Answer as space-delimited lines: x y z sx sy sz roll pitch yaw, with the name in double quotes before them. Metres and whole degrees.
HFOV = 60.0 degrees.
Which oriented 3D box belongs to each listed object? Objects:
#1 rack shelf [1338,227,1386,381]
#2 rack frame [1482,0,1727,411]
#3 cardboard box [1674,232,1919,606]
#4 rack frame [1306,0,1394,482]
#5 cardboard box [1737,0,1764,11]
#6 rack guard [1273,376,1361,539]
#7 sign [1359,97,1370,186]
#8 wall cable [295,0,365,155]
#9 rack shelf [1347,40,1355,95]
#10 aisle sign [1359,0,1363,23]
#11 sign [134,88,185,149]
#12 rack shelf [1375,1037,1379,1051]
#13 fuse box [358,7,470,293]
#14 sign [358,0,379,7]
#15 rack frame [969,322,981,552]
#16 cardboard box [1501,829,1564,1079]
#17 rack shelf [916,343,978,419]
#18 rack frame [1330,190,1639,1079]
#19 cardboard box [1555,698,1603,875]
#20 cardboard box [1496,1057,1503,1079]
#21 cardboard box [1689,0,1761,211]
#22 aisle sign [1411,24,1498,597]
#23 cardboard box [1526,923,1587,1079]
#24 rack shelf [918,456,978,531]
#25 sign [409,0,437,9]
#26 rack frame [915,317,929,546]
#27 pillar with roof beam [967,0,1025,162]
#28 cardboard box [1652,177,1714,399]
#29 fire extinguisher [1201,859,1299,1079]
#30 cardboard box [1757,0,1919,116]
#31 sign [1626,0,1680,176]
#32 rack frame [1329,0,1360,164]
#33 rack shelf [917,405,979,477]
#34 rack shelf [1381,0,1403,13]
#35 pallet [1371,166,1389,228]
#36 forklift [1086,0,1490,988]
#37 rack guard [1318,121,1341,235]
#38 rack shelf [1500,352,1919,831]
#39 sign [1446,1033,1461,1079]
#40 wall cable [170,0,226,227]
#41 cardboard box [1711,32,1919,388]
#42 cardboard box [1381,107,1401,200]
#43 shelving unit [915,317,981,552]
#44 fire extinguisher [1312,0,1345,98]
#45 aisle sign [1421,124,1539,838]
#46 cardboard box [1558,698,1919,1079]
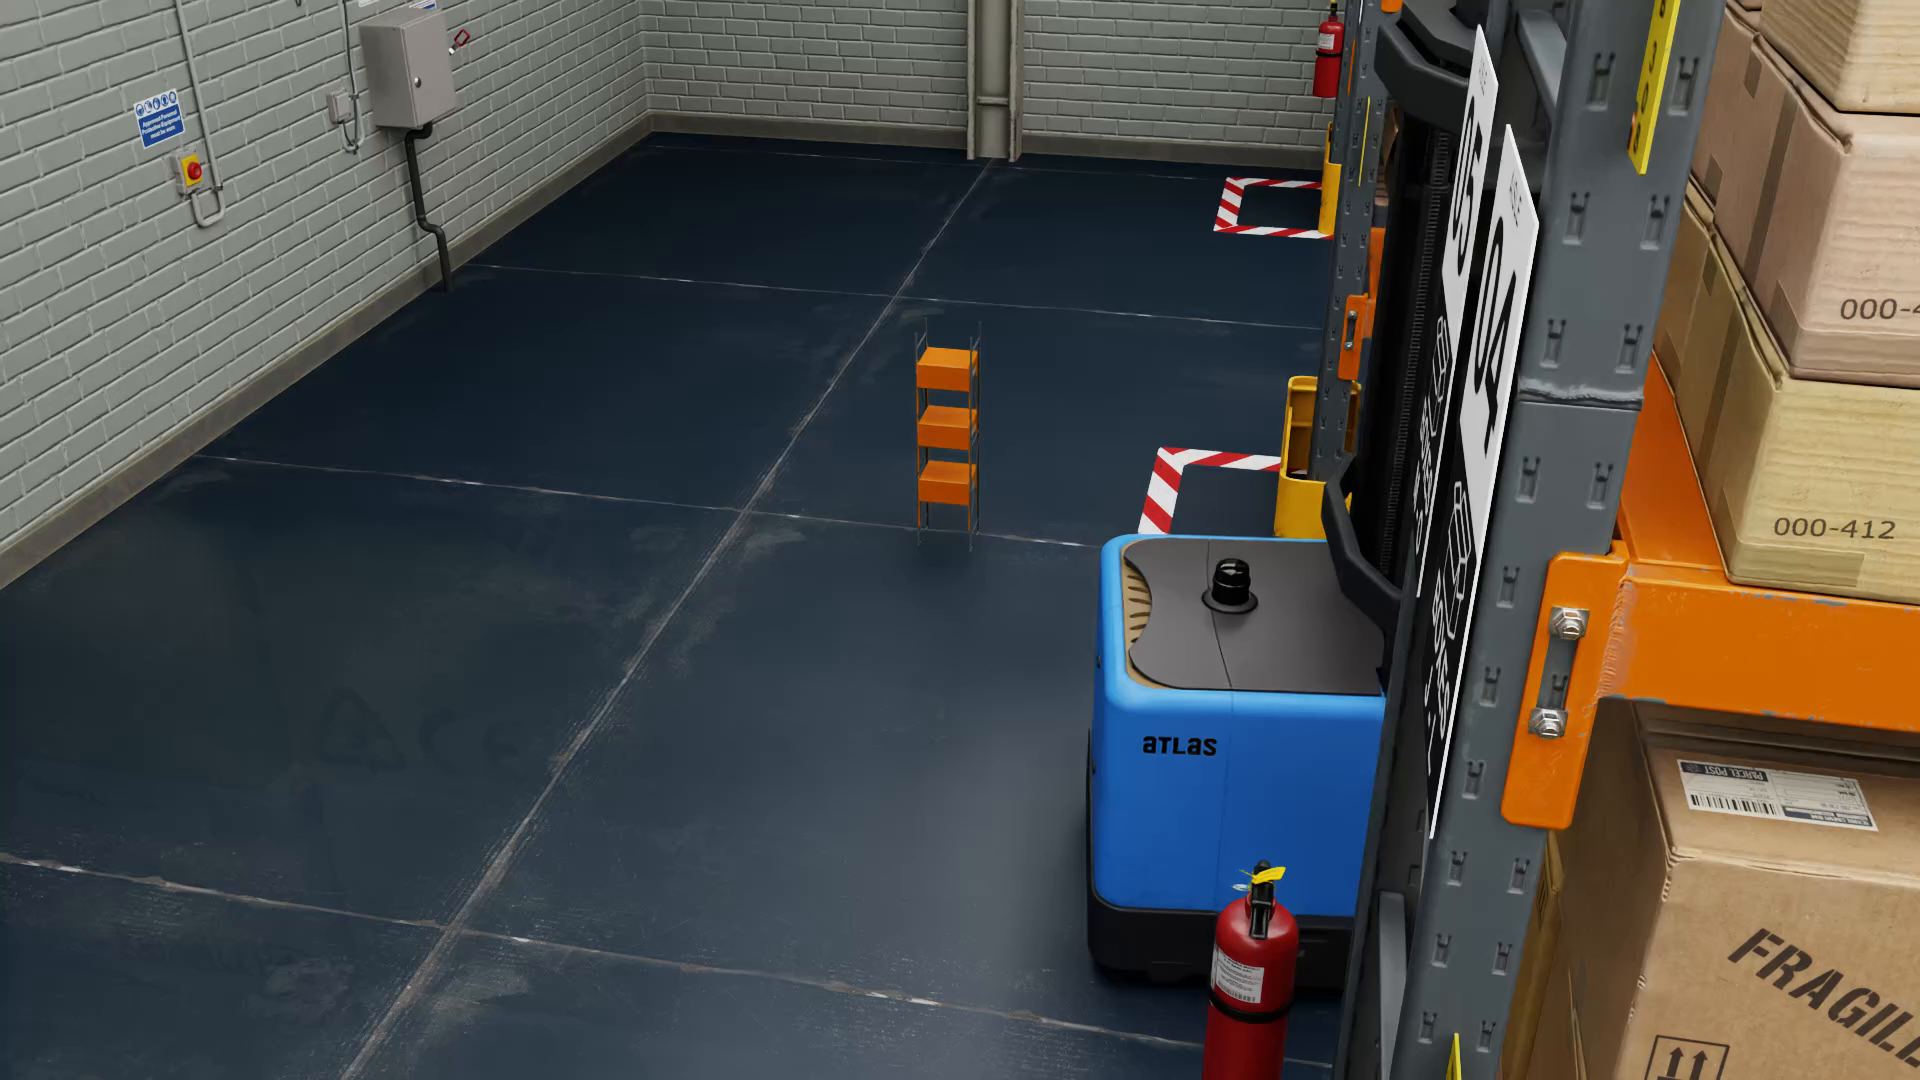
"rack shelf" 3.651 -0.880 6.982 4.000 0.370 1.077 6 29 11
"rack frame" 0.760 -1.692 1.470 0.127 3.000 1.000 6 29 11
"cardboard box" 1.146 -0.146 1.925 0.500 0.250 0.500 7 29 12
"rack frame" 1.695 -1.396 7.176 0.127 3.000 1.000 6 29 11
"cardboard box" 1.146 -0.810 2.202 0.250 0.149 0.380 6 29 10
"rack guard" 1.671 -0.302 7.780 0.348 0.500 1.175 6 29 11
"sign" 1.573 -1.550 6.474 0.005 0.325 0.100 6 29 11
"wall cable" -3.540 -3.063 9.163 0.122 1.984 0.588 6 29 11
"rack shelf" 4.684 -3.211 11.241 4.000 0.370 1.077 6 29 11
"aisle sign" 1.564 -2.407 6.316 0.004 0.787 0.394 6 29 11
"sign" -3.894 -2.052 8.093 0.001 0.218 0.327 6 29 11
"rack shelf" 2.716 1.455 2.717 4.000 0.370 1.077 6 29 11
"fuse box" -3.243 -2.357 10.273 0.414 1.711 0.539 6 29 11
"sign" -3.457 -3.279 9.756 0.001 0.242 0.339 6 29 11
"rack frame" 0.067 -0.454 7.485 0.008 1.050 0.200 6 29 11
"cardboard box" 1.253 0.689 2.954 0.500 0.500 0.500 6 29 12
"rack shelf" -0.052 -0.705 7.377 0.240 0.259 0.215 6 29 11
"rack frame" 0.760 0.939 2.911 0.127 3.000 1.000 6 29 11
"cardboard box" 1.259 0.255 2.705 0.500 0.500 0.500 5 29 10
"cardboard box" 1.138 0.949 3.154 0.250 0.149 0.380 6 29 11
"cardboard box" 1.263 -0.603 2.241 0.500 0.250 0.500 5 29 9
"aisle sign" 0.751 -0.349 2.558 0.004 0.787 0.394 6 29 11
"cardboard box" 1.141 0.940 2.496 0.500 0.500 0.500 7 30 13
"rack shelf" -0.052 -0.213 7.646 0.240 0.259 0.215 6 29 11
"sign" -3.343 -3.133 10.448 0.001 0.494 0.329 6 29 11
"rack frame" -0.172 -0.478 7.530 0.008 1.050 0.200 6 29 11
"pillar with roof beam" -0.620 -5.031 7.568 0.400 9.000 9.100 6 29 11
"cardboard box" 1.260 -0.389 2.370 0.500 0.250 0.500 5 29 9
"fire extinguisher" 0.610 0.895 3.461 0.183 0.674 0.296 6 29 11
"cardboard box" 1.029 -0.566 1.756 0.250 0.149 0.380 6 29 10
"sign" 0.647 -0.505 1.515 0.005 0.325 0.100 6 29 11
"rack frame" 2.728 -3.727 11.434 0.127 3.000 1.000 6 29 11
"rack shelf" -0.052 -0.457 7.513 0.240 0.259 0.215 6 29 11
"rack shelf" 3.651 -2.195 6.262 4.000 0.370 1.077 6 29 11
"pallet" 3.582 -2.417 11.945 1.213 0.211 1.003 6 29 11
"forklift" 1.943 -0.098 4.876 3.031 2.935 1.130 2 29 3
"rack guard" 2.802 -2.623 12.021 0.348 0.500 1.175 6 29 11
"rack shelf" 2.716 0.139 1.997 4.000 0.370 1.077 6 29 11
"sign" 0.647 0.814 2.238 0.005 0.325 0.100 6 29 11
"wall cable" -3.825 -2.410 7.937 0.123 1.953 0.585 6 29 11
"cardboard box" 1.145 -0.363 1.802 0.500 0.250 0.500 6 29 11
"cardboard box" 3.306 -2.711 11.740 0.637 0.503 0.797 5 29 9
"shelving unit" -0.052 -0.466 7.508 0.252 1.050 0.215 6 29 11
"fire extinguisher" 2.487 -3.327 11.173 0.183 0.674 0.296 6 29 11
"aisle sign" 0.626 -0.068 2.043 0.004 0.787 0.394 6 29 11
"cardboard box" 1.143 0.496 2.266 0.500 0.500 0.500 6 29 10
